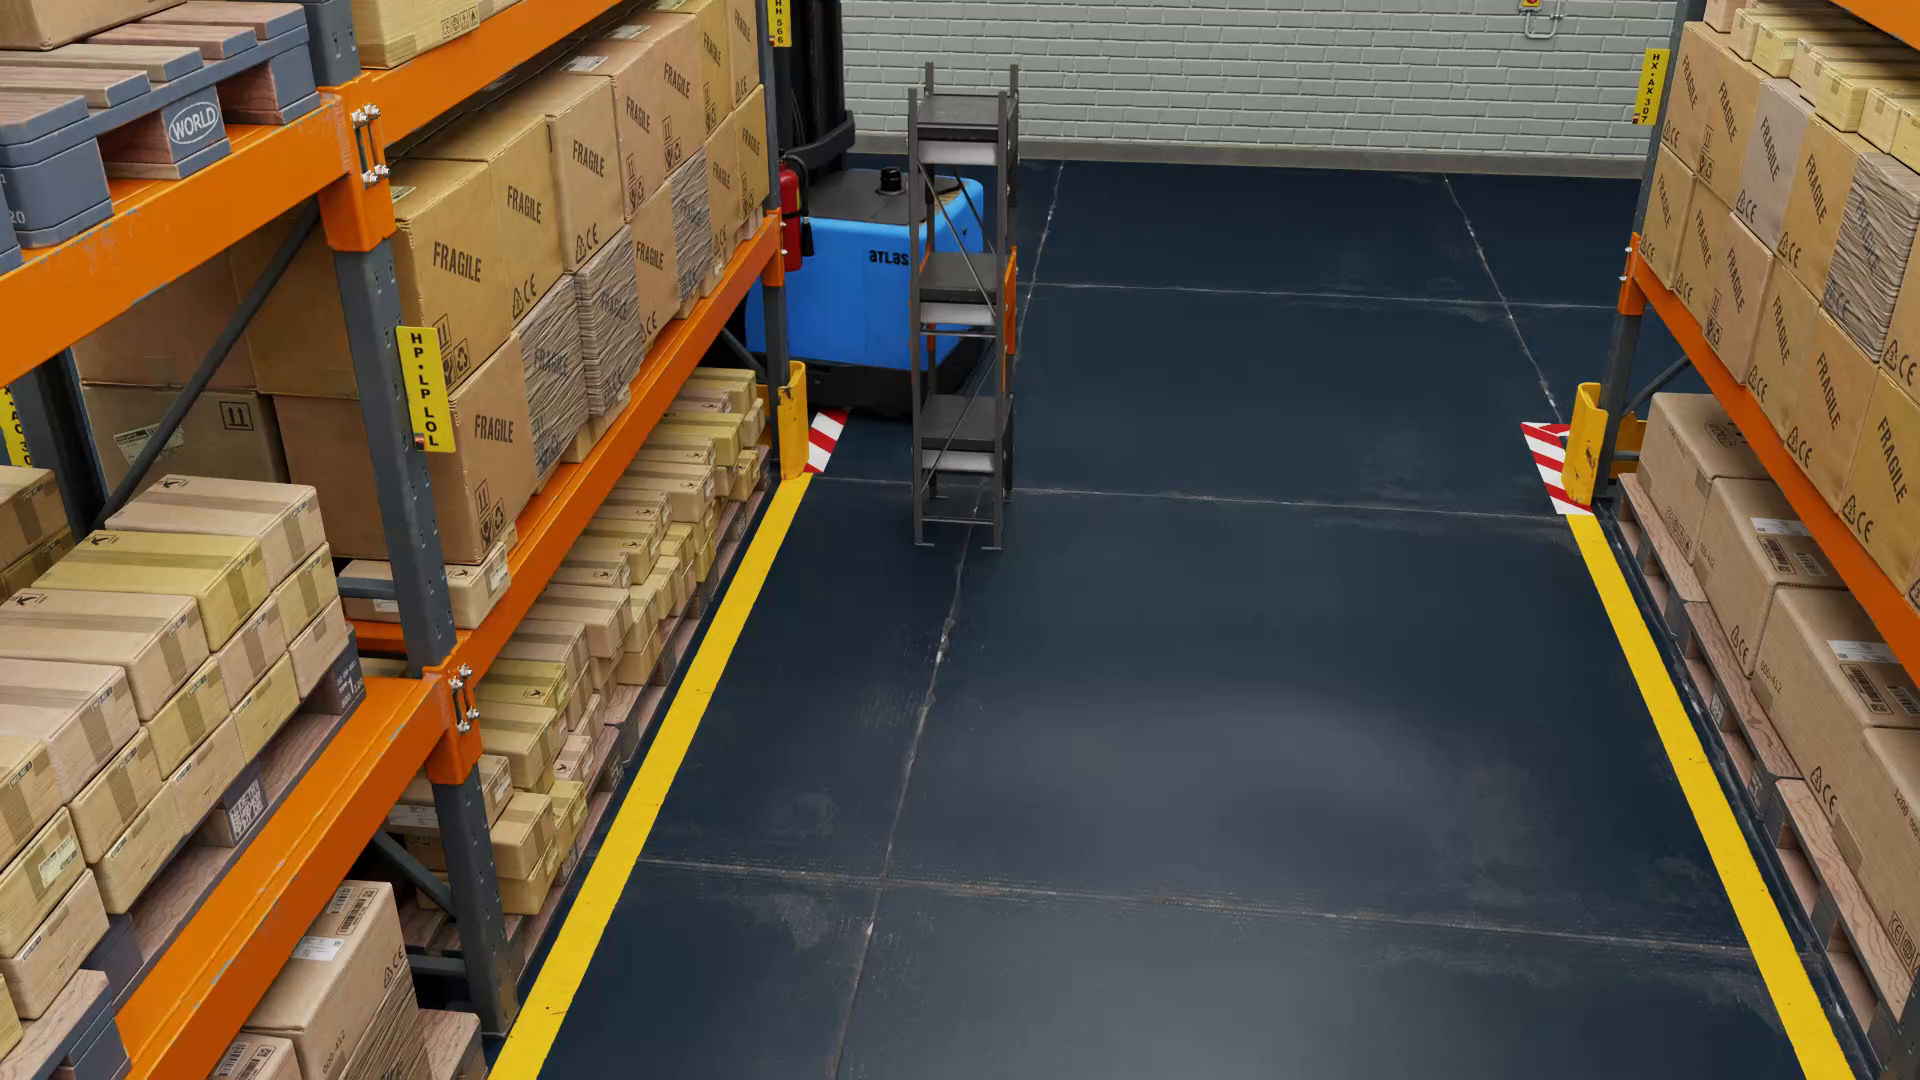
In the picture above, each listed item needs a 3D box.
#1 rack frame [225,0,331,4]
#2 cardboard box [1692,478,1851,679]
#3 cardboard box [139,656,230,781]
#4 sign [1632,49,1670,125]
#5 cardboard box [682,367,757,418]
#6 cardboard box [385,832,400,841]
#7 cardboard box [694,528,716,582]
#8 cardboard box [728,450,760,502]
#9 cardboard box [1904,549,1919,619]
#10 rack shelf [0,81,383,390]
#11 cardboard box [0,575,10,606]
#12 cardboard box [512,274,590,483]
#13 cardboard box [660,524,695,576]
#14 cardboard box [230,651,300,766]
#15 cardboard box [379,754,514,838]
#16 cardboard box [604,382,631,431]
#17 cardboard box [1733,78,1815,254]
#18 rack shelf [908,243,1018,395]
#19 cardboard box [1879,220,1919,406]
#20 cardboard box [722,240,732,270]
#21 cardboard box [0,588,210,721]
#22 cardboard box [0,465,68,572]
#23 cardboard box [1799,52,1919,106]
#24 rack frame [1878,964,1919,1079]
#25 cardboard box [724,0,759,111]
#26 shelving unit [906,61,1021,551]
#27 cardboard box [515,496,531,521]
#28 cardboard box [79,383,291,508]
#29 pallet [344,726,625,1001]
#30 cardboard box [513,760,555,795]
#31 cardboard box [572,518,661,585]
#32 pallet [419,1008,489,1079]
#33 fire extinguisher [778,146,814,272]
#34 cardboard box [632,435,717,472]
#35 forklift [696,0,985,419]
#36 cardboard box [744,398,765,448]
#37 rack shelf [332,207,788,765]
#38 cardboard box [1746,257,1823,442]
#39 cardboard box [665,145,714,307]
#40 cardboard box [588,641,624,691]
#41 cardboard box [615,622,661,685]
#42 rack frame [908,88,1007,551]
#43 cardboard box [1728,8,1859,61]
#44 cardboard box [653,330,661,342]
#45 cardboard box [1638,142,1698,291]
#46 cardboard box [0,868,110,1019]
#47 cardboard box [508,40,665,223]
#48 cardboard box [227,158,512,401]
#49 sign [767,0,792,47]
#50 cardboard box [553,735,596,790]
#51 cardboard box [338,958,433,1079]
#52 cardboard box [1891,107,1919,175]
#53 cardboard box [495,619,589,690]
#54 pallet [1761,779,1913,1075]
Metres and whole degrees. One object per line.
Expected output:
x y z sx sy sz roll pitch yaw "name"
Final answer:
-1.848 -2.525 2.949 1.000 3.000 0.127 3 28 6 "rack frame"
3.482 0.164 6.541 0.875 0.438 0.875 4 29 8 "cardboard box"
-1.765 0.350 3.446 0.380 0.149 0.250 5 29 8 "cardboard box"
3.017 -1.978 7.262 0.100 0.325 0.005 3 28 6 "sign"
-1.172 -0.695 7.812 0.380 0.149 0.250 4 29 7 "cardboard box"
-2.023 0.864 5.546 0.380 0.149 0.250 4 29 8 "cardboard box"
-1.251 0.050 7.057 0.380 0.149 0.250 2 28 4 "cardboard box"
-1.147 -0.310 7.725 0.380 0.149 0.250 4 29 8 "cardboard box"
2.880 0.079 4.335 0.500 0.500 0.500 4 29 7 "cardboard box"
-2.093 0.054 2.084 1.077 0.370 4.000 3 28 6 "rack shelf"
-2.383 0.192 3.740 0.380 0.149 0.250 3 28 5 "cardboard box"
-1.484 -0.511 5.116 0.500 0.500 0.500 3 28 6 "cardboard box"
-1.302 0.046 6.751 0.380 0.149 0.250 5 29 9 "cardboard box"
-1.732 0.363 3.736 0.380 0.149 0.250 4 29 6 "cardboard box"
-1.600 0.774 5.086 0.380 0.149 0.250 4 29 8 "cardboard box"
-1.376 -0.510 5.799 0.380 0.149 0.250 5 29 8 "cardboard box"
3.114 -1.315 5.869 0.500 0.500 0.500 3 28 6 "cardboard box"
0.020 -0.990 7.403 0.431 0.518 0.480 3 28 6 "rack shelf"
2.931 -0.605 4.550 0.500 0.500 0.500 3 28 5 "cardboard box"
-1.201 -1.252 7.177 0.380 0.149 0.250 3 28 6 "cardboard box"
-1.769 0.228 3.359 0.380 0.149 0.250 2 28 5 "cardboard box"
-2.353 -0.061 3.896 0.380 0.149 0.250 5 29 9 "cardboard box"
3.075 -1.536 5.594 0.380 0.149 0.250 4 29 7 "cardboard box"
3.080 0.356 3.926 0.949 2.616 0.053 3 28 6 "rack frame"
-1.167 -2.152 7.109 0.500 0.500 0.500 3 28 5 "cardboard box"
0.020 -1.002 7.397 0.431 2.100 0.503 3 28 6 "shelving unit"
-1.550 -0.142 5.116 0.380 0.149 0.250 2 28 4 "cardboard box"
-2.069 -0.303 4.731 0.500 0.500 0.500 3 28 6 "cardboard box"
-1.801 1.026 5.624 1.003 0.211 1.213 3 28 6 "pallet"
-1.544 0.779 5.391 0.380 0.149 0.250 4 29 7 "cardboard box"
-1.384 0.040 6.449 0.380 0.149 0.250 3 29 6 "cardboard box"
-1.942 1.710 4.353 1.003 0.211 1.213 3 28 6 "pallet"
-0.869 -1.660 8.144 0.296 0.674 0.183 3 28 6 "fire extinguisher"
-1.260 -0.332 7.140 0.380 0.149 0.250 2 28 4 "cardboard box"
-1.431 -2.336 8.995 3.031 2.935 1.130 9 29 15 "forklift"
-1.140 -0.562 7.881 0.380 0.149 0.250 3 28 5 "cardboard box"
-1.603 -0.509 6.290 1.077 0.370 4.000 3 28 6 "rack shelf"
3.064 -0.647 5.682 0.500 0.500 0.500 4 29 8 "cardboard box"
-1.279 -1.234 6.459 0.500 0.500 0.500 3 29 6 "cardboard box"
-1.457 0.407 6.081 0.380 0.149 0.250 5 29 9 "cardboard box"
-1.366 0.420 6.370 0.380 0.149 0.250 3 28 5 "cardboard box"
-0.010 -0.887 7.183 0.400 2.100 0.015 3 28 6 "rack frame"
3.142 -1.902 6.275 0.380 0.149 0.250 4 29 8 "cardboard box"
-1.363 -0.885 6.495 0.380 0.149 0.250 2 28 4 "cardboard box"
3.223 -1.361 7.009 0.500 0.500 0.500 3 28 6 "cardboard box"
-1.824 0.729 3.056 0.380 0.149 0.250 2 28 4 "cardboard box"
-1.346 -1.419 5.748 0.500 0.500 0.500 2 28 4 "cardboard box"
-1.551 -0.697 4.408 0.500 0.500 0.500 4 29 7 "cardboard box"
-0.810 -2.374 7.440 0.100 0.325 0.005 3 28 6 "sign"
-1.473 0.788 5.687 0.380 0.149 0.250 3 28 6 "cardboard box"
-1.689 1.395 4.191 0.500 0.500 0.500 3 28 5 "cardboard box"
3.018 -1.175 4.925 0.380 0.149 0.250 3 28 5 "cardboard box"
-1.516 0.402 5.777 0.380 0.149 0.250 3 28 5 "cardboard box"
3.248 1.230 5.243 1.003 0.211 1.213 3 28 6 "pallet"
